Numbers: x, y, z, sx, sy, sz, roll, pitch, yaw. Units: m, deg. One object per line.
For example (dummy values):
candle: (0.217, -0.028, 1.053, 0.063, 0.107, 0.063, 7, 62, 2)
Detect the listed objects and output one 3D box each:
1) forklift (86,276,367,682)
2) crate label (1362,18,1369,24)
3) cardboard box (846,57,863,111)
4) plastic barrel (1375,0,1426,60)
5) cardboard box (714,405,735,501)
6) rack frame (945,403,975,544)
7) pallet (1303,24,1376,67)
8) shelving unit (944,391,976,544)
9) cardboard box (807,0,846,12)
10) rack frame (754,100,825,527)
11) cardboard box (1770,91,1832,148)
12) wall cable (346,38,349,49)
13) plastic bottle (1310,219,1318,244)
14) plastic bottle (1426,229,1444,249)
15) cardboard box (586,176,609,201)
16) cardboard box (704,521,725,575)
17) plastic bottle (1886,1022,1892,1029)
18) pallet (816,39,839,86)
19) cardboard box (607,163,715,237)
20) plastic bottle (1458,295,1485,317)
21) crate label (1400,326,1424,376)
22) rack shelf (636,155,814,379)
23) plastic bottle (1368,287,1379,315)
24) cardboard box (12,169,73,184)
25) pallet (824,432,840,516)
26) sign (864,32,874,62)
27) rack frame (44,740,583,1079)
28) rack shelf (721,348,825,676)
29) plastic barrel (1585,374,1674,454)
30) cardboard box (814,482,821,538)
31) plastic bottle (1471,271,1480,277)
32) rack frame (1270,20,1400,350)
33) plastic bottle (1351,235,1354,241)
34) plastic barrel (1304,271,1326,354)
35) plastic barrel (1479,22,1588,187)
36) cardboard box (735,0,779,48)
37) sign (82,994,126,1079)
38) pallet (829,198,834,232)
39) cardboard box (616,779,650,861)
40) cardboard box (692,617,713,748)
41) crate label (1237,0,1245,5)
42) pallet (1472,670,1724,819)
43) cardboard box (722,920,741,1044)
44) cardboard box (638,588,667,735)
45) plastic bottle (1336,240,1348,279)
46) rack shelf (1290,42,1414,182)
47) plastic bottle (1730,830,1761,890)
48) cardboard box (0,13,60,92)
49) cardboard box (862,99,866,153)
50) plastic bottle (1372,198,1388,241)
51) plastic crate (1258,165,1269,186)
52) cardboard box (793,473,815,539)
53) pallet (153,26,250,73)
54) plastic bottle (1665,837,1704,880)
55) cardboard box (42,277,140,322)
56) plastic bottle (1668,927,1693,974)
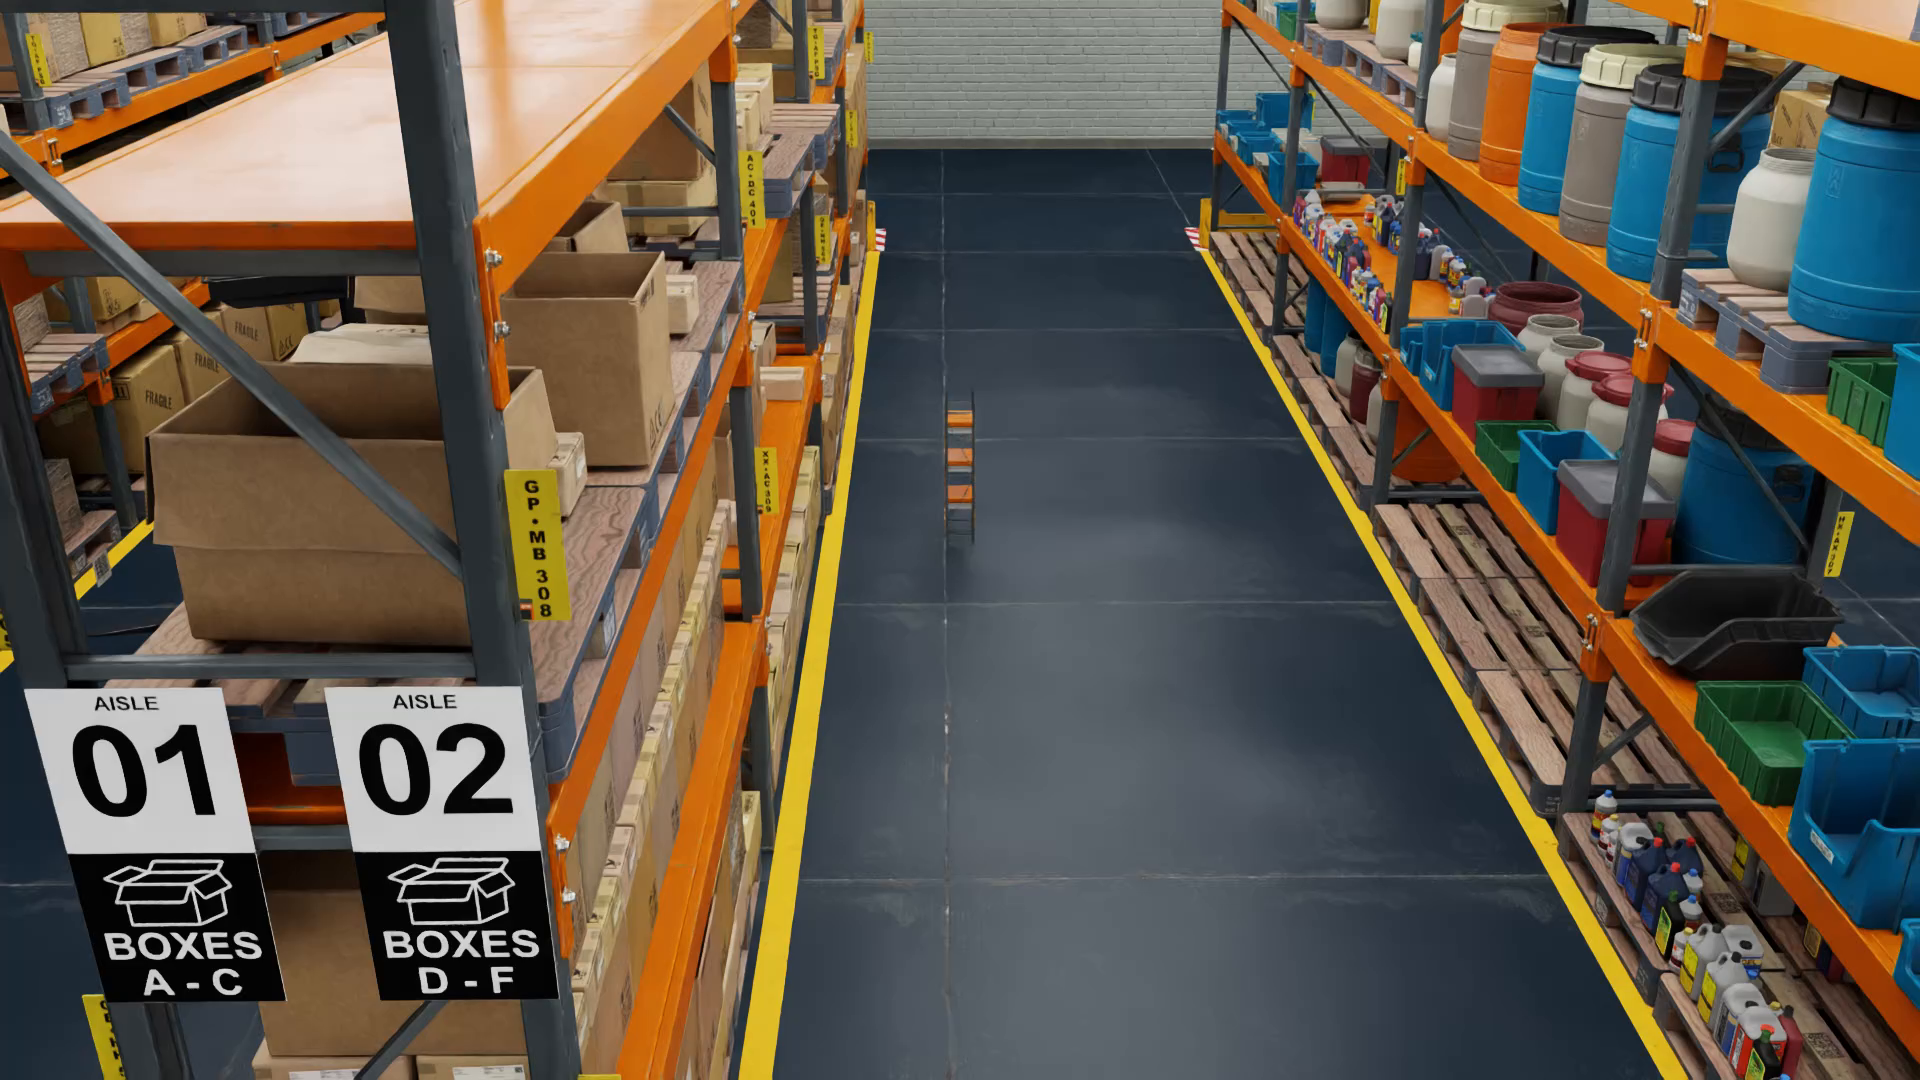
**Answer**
forklift: (-3.719, -0.695, 9.729, 3.031, 2.935, 1.130, -10, 26, -21)
crate label: (3.718, -4.601, 14.963, 0.293, 0.136, 0.466, 0, 24, -1)
cardboard box: (-1.266, -4.676, 17.115, 0.500, 0.500, 0.500, 0, 24, 1)
plastic barrel: (3.308, -3.853, 12.315, 0.433, 0.535, 0.433, 0, 24, 0)
cardboard box: (-1.430, -0.414, 8.903, 0.500, 0.500, 0.500, 1, 24, 3)
rack frame: (0.001, -0.450, 11.471, 0.200, 1.050, 0.008, 0, 24, -1)
pallet: (3.540, -4.110, 13.786, 1.213, 0.211, 1.003, 0, 24, -1)
shelving unit: (-0.001, -0.500, 11.582, 0.215, 1.050, 0.252, 0, 24, -1)
cardboard box: (-1.276, -4.859, 14.788, 0.500, 0.250, 0.500, 0, 24, -1)
rack frame: (-1.475, -1.483, 11.388, 1.000, 3.000, 0.127, 0, 24, -1)
cardboard box: (8.113, -3.977, 15.815, 0.500, 0.500, 0.500, 0, 24, 0)
wall cable: (-7.476, -5.742, 19.572, 0.084, 1.984, 1.851, 0, 24, -1)
plastic bottle: (3.037, -2.630, 14.166, 0.097, 0.201, 0.097, 0, 24, 0)
plastic bottle: (3.783, -2.298, 13.251, 0.144, 0.351, 0.185, 0, 24, -1)
cardboard box: (-1.690, -1.293, 6.528, 0.500, 0.500, 0.500, 2, 24, 4)
cardboard box: (-1.214, 0.038, 7.119, 0.380, 0.149, 0.250, -1, 24, -2)
plastic bottle: (3.851, 1.896, 6.780, 0.097, 0.201, 0.097, 0, 24, 0)
pallet: (-1.568, -3.716, 12.913, 1.213, 0.211, 1.003, 0, 24, -1)
cardboard box: (-1.429, -1.578, 7.631, 0.500, 0.250, 0.500, 2, 24, 5)
plastic bottle: (3.644, -1.626, 11.855, 0.152, 0.276, 0.135, 0, 24, -1)
crate label: (3.107, -1.252, 11.081, 0.303, 0.233, 0.416, 0, 24, -1)
rack shelf: (-1.454, -1.697, 9.096, 1.077, 0.370, 4.000, 0, 24, -1)
plastic bottle: (3.060, -1.760, 12.243, 0.097, 0.201, 0.097, 0, 24, 0)
cardboard box: (-6.697, -2.601, 12.445, 0.500, 0.250, 0.500, -1, 24, -2)
pallet: (-1.446, -0.520, 12.643, 1.003, 0.211, 1.213, 0, 24, -1)
sign: (-1.008, -5.445, 18.360, 0.100, 0.325, 0.005, 0, 24, -1)
rack frame: (-1.388, 1.814, 4.099, 1.000, 3.000, 0.127, 0, 24, -1)
rack shelf: (-1.454, -0.331, 9.714, 1.077, 0.370, 4.000, 0, 24, -1)
plastic barrel: (3.722, -0.615, 9.304, 0.433, 0.535, 0.433, 0, 24, 0)
cardboard box: (-1.226, -0.205, 11.391, 0.500, 0.250, 0.500, 0, 24, 1)
plastic bottle: (3.835, -1.876, 12.400, 0.061, 0.283, 0.133, 0, 24, -1)
rack frame: (3.434, -3.152, 15.078, 1.000, 3.000, 0.127, 0, 24, -1)
plastic bottle: (3.195, -2.400, 13.657, 0.097, 0.201, 0.097, 0, 24, 0)
plastic barrel: (3.423, -2.163, 14.928, 0.600, 0.901, 0.708, 0, 24, -1)
plastic barrel: (3.277, -2.457, 9.381, 0.600, 0.830, 0.708, 0, 24, -1)
cardboard box: (-1.474, -3.530, 10.941, 0.500, 0.500, 0.500, 0, 24, -1)
sign: (-1.931, 1.175, 3.819, 0.100, 0.325, 0.005, 0, 24, -1)
pallet: (-1.619, -2.714, 14.343, 1.003, 0.211, 1.213, 0, 24, -1)
cardboard box: (-1.190, 0.885, 5.245, 0.380, 0.149, 0.250, -1, 24, -2)
cardboard box: (-1.408, 0.520, 6.838, 0.700, 0.500, 0.500, -1, 24, -1)
crate label: (3.077, -5.717, 17.291, 0.408, 0.251, 0.502, 0, 24, -1)
pallet: (3.474, 1.092, 9.079, 1.003, 0.211, 1.213, 0, 24, -1)
cardboard box: (-1.192, 1.829, 6.892, 0.500, 0.250, 0.500, 0, 24, -1)
cardboard box: (-1.404, 0.332, 5.680, 0.700, 0.500, 0.500, 0, 24, -1)
plastic bottle: (3.031, -2.217, 13.154, 0.061, 0.283, 0.133, 0, 24, -1)
rack shelf: (3.456, -3.366, 12.786, 1.077, 0.370, 4.000, 0, 24, -1)
plastic bottle: (3.672, 1.416, 7.659, 0.144, 0.351, 0.185, 0, 24, -1)
cardboard box: (-6.491, -3.267, 11.039, 0.700, 0.500, 0.500, -2, 24, -5)
cardboard box: (-1.276, -4.428, 17.778, 0.500, 0.500, 0.500, 0, 24, 0)
plastic bottle: (3.627, -2.751, 14.253, 0.144, 0.351, 0.185, 0, 24, -1)
plastic crate: (3.153, -3.514, 16.140, 0.437, 0.125, 0.590, 0, 24, -1)
cardboard box: (-1.211, -0.248, 10.804, 0.500, 0.311, 0.500, -1, 24, -1)
pallet: (-6.413, -4.009, 13.566, 0.805, 0.209, 1.217, -1, 24, -3)
plastic bottle: (3.259, 1.485, 7.507, 0.144, 0.351, 0.185, 0, 24, -1)
cardboard box: (-6.178, -1.850, 11.695, 0.500, 0.500, 0.500, 0, 24, 1)
plastic bottle: (3.097, 1.748, 7.106, 0.097, 0.201, 0.097, 0, 24, 0)
